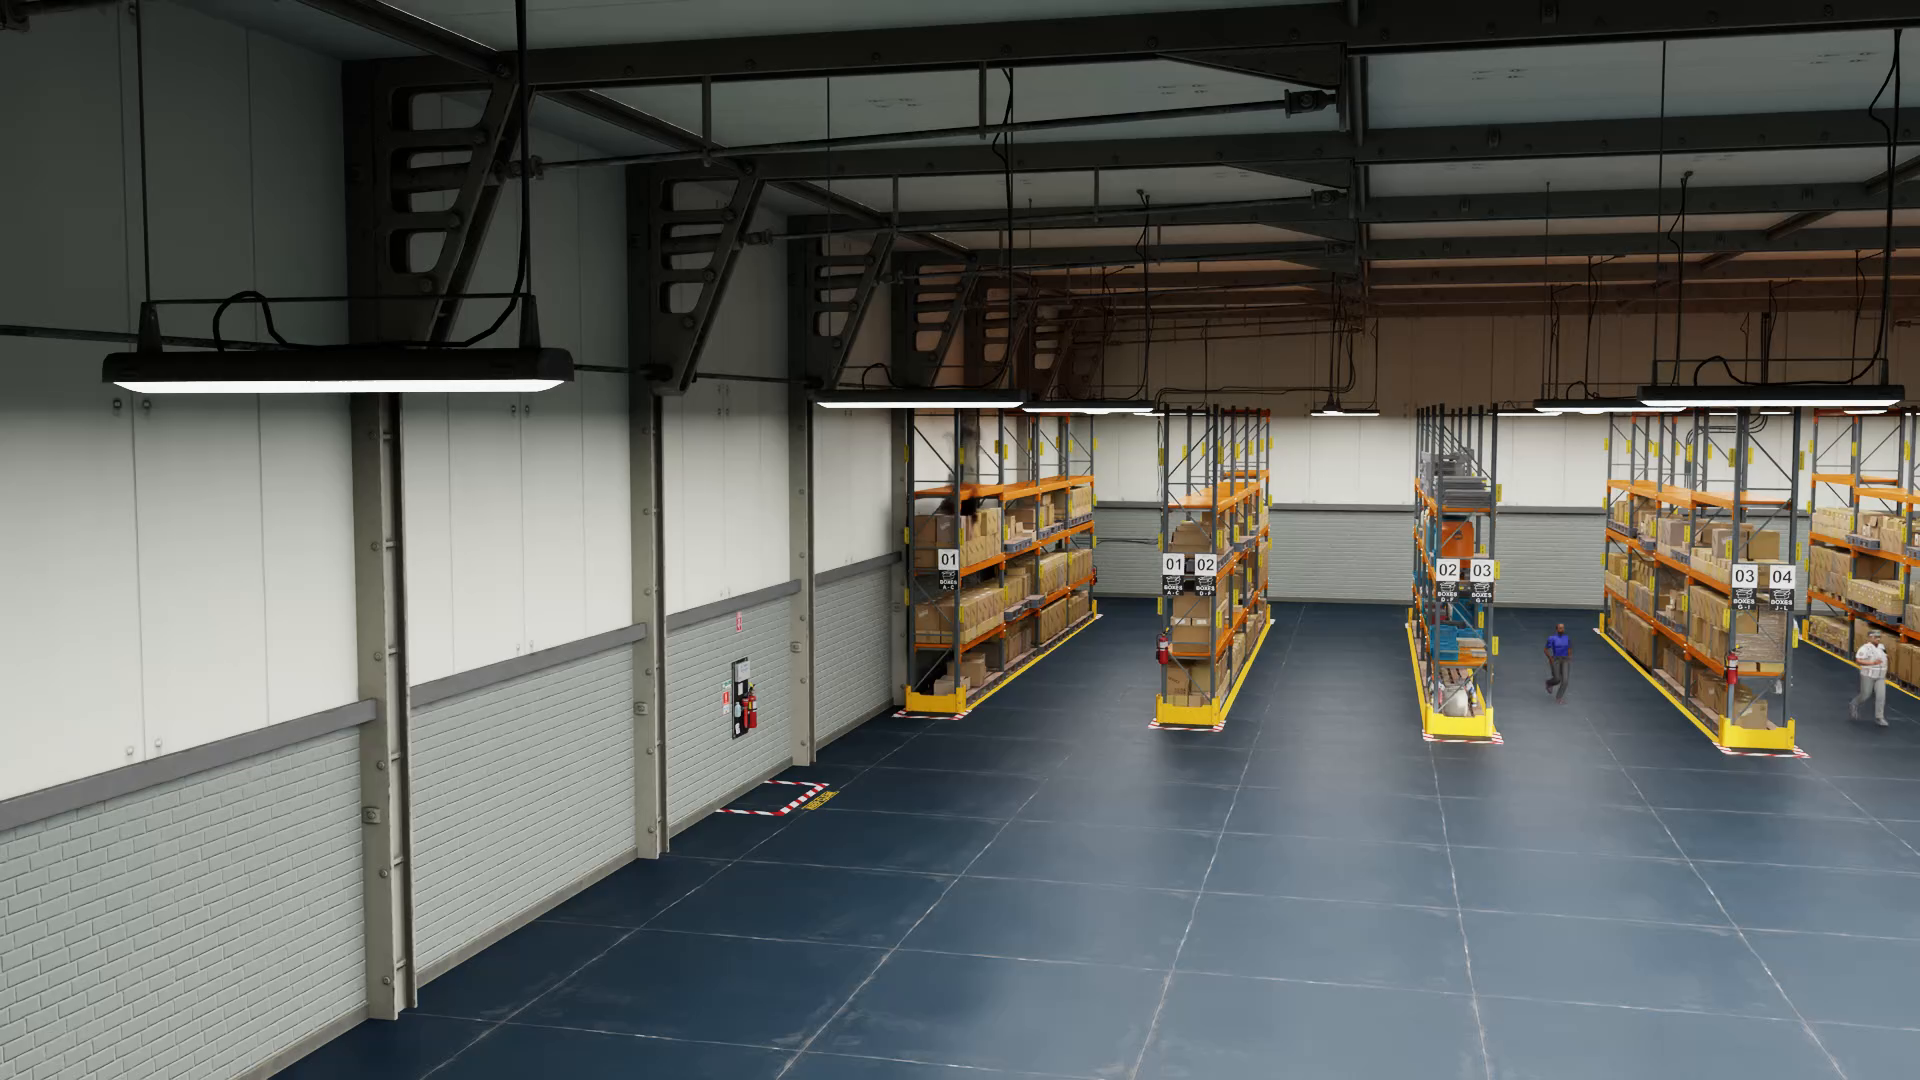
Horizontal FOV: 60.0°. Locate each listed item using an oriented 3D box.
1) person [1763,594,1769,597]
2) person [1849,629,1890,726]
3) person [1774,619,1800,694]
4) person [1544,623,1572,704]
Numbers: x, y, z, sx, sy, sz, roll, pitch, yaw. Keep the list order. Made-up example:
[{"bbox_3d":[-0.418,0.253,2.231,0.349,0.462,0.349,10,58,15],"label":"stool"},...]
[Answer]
[{"bbox_3d":[20.413,1.833,42.212,0.613,1.640,0.597,2,5,27],"label":"person"},{"bbox_3d":[17.122,2.545,31.252,0.662,1.767,0.926,0,4,-6],"label":"person"},{"bbox_3d":[17.240,2.265,34.907,0.694,1.805,0.982,1,4,11],"label":"person"},{"bbox_3d":[12.123,2.478,33.682,0.575,1.620,0.587,0,4,-4],"label":"person"}]
